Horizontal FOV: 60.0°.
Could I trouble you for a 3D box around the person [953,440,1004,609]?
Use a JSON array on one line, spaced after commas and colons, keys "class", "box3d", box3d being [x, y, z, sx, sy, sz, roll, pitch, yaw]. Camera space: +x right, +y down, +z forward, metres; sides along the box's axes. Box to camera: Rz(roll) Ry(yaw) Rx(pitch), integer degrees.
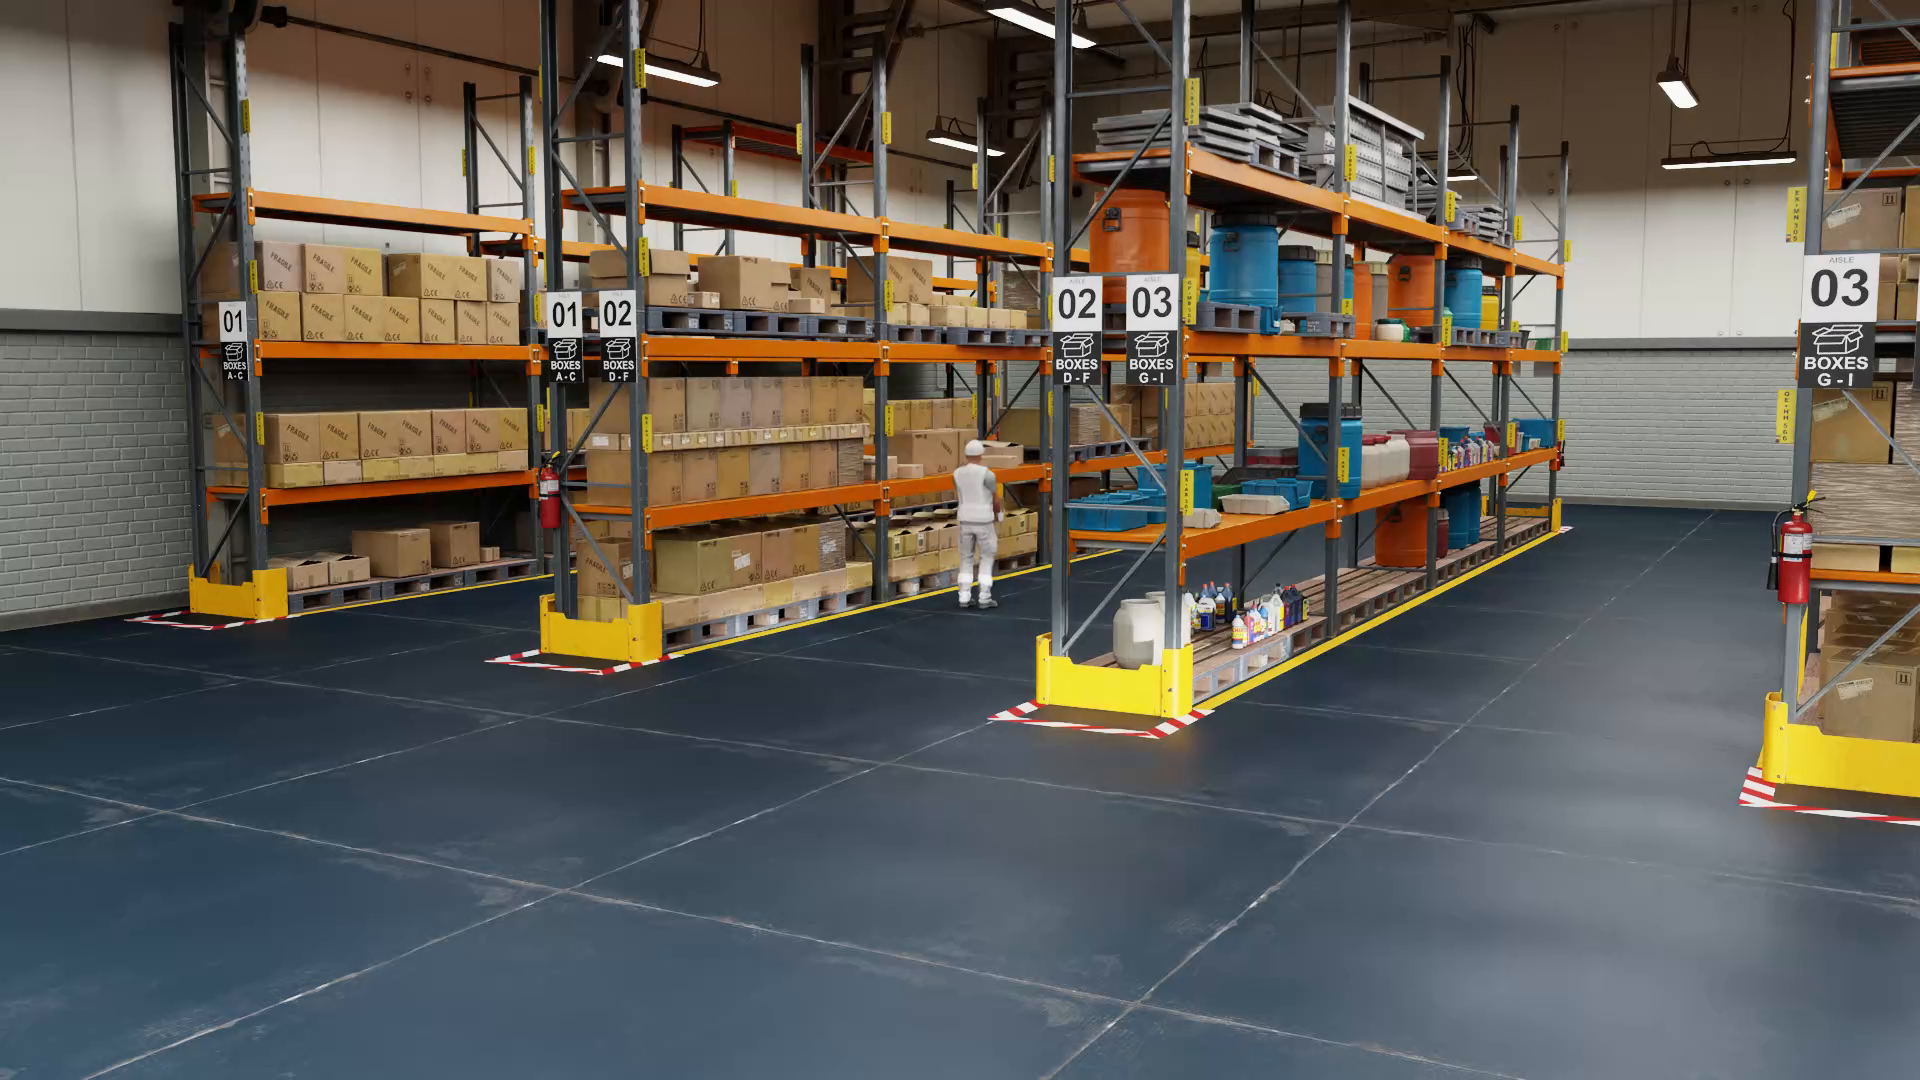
[{"class": "person", "box3d": [0.208, -0.182, 17.734, 0.495, 1.787, 0.551, 3, 7, 27]}]
